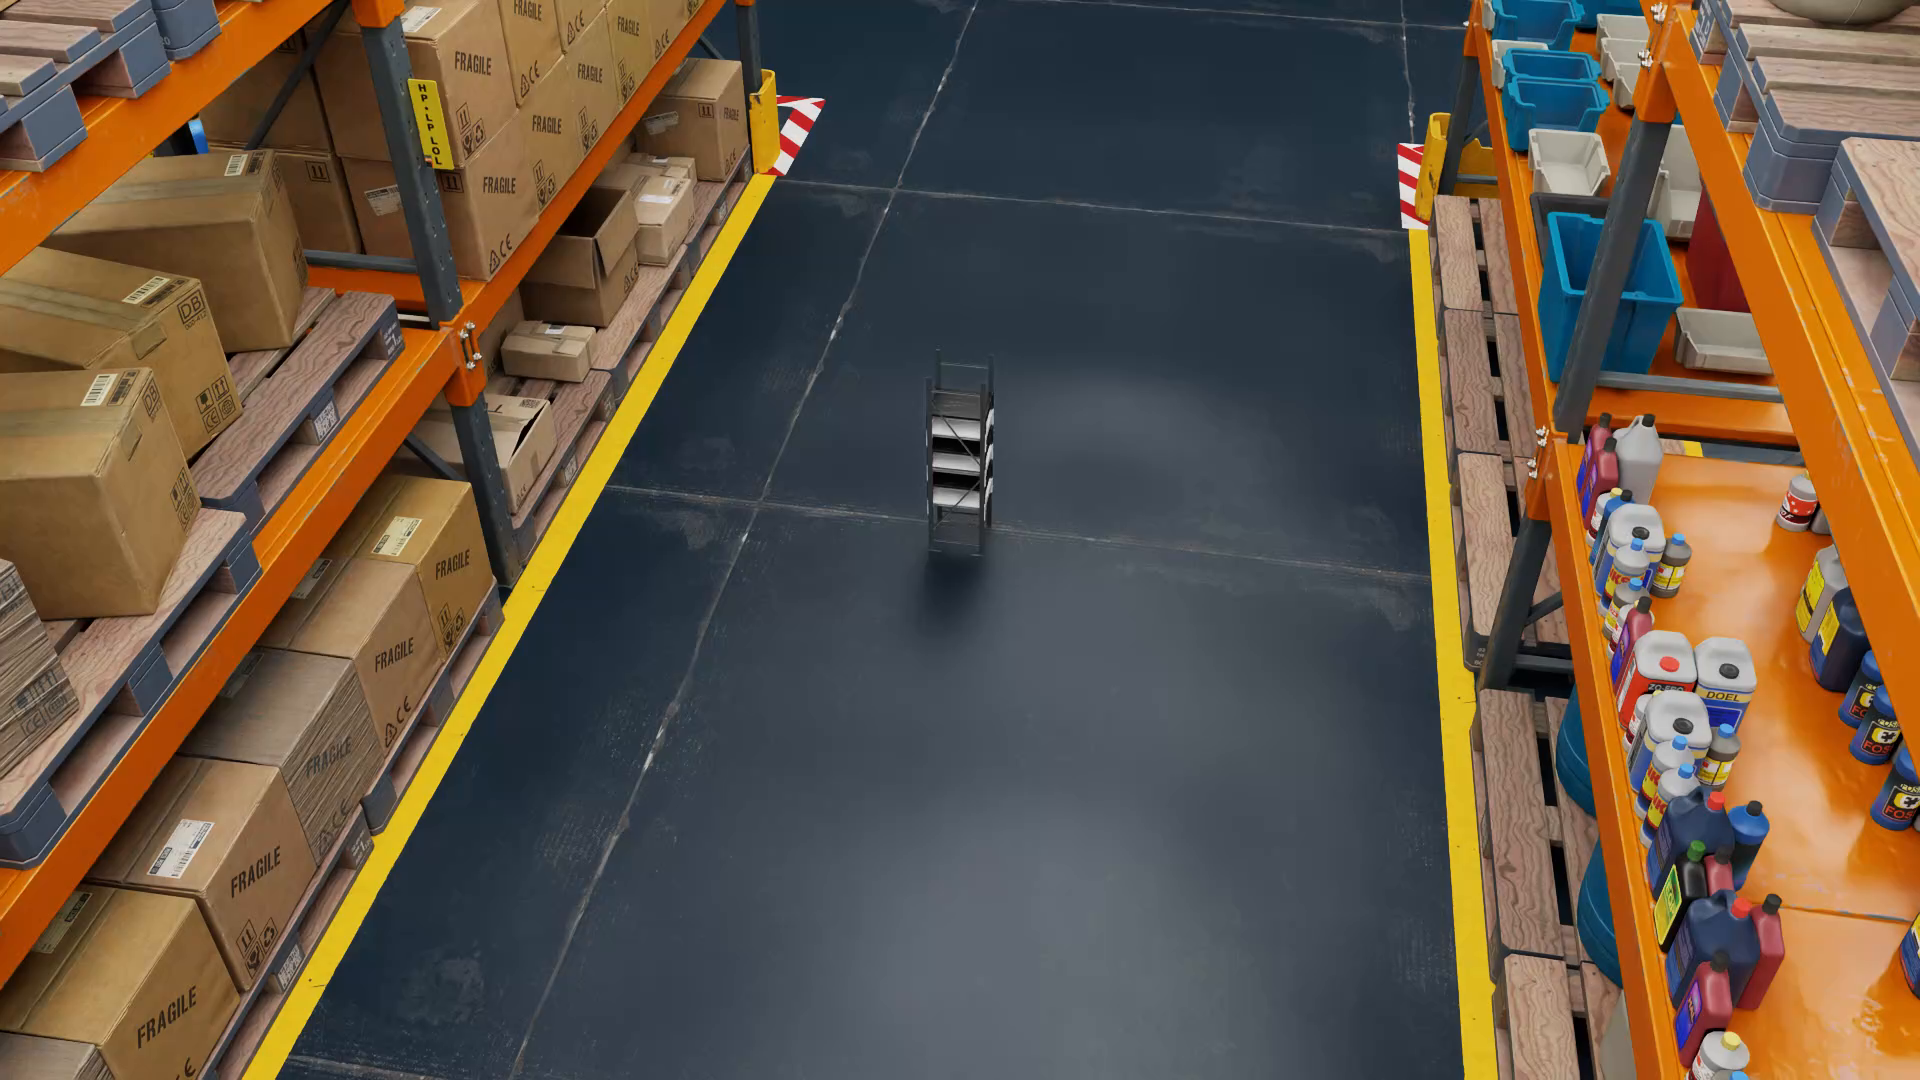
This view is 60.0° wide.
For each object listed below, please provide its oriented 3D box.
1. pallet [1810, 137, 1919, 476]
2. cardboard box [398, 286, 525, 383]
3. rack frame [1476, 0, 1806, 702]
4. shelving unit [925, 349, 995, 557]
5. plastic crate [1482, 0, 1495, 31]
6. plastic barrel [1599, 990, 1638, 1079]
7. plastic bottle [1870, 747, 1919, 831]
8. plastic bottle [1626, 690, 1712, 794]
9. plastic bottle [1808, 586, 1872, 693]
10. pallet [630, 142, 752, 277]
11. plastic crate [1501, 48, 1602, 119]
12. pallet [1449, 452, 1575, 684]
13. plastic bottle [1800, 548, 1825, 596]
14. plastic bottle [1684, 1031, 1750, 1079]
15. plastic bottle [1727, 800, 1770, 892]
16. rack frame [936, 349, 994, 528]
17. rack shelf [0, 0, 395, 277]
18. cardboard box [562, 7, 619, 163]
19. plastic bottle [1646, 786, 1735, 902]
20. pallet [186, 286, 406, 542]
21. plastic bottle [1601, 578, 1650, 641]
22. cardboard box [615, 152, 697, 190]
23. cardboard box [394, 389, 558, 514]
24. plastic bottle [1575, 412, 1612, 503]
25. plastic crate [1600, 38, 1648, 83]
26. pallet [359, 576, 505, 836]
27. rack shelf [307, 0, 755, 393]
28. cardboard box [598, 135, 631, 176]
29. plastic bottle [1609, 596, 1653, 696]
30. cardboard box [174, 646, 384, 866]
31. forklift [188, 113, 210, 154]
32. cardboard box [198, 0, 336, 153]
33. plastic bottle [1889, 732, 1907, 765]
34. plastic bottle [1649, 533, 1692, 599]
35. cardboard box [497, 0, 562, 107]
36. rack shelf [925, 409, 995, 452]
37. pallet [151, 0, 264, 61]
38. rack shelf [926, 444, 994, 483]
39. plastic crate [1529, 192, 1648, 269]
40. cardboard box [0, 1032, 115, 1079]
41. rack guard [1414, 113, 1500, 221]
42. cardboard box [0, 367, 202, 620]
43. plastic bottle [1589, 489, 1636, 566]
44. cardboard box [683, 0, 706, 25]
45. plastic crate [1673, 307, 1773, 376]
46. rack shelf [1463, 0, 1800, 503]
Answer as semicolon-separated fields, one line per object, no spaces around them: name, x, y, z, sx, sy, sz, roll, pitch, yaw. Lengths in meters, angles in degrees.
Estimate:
pallet;2.282;-0.357;3.122;1.003;0.211;1.213;6;40;8
cardboard box;-2.414;-1.030;7.907;0.500;0.311;0.500;6;40;8
rack frame;2.515;-0.489;5.487;1.000;3.000;0.127;6;40;8
shelving unit;0.001;-0.352;6.969;0.258;0.900;0.210;6;40;8
plastic crate;2.703;-2.610;8.212;0.250;0.136;0.298;6;40;8
plastic barrel;2.095;1.437;4.781;0.421;0.512;0.421;0;40;0
plastic bottle;2.425;0.617;4.250;0.097;0.271;0.097;0;40;0
plastic bottle;1.859;0.534;4.347;0.152;0.276;0.135;6;40;8
plastic bottle;2.504;0.243;4.641;0.144;0.351;0.185;6;40;8
pallet;-1.821;-1.925;9.413;1.003;0.211;1.213;6;40;8
plastic crate;2.612;-2.013;7.415;0.416;0.233;0.300;6;40;8
pallet;2.604;0.120;6.939;1.003;0.211;1.213;6;40;8
plastic bottle;2.576;0.098;4.933;0.097;0.201;0.097;0;40;0
plastic bottle;1.668;1.154;3.656;0.097;0.201;0.097;0;40;0
plastic bottle;1.920;0.744;4.097;0.097;0.271;0.097;0;40;0
rack frame;0.019;-0.416;7.047;0.240;0.900;0.006;6;40;8
rack shelf;-2.709;-0.661;3.906;1.077;0.370;4.000;6;40;8
cardboard box;-1.832;-2.001;7.238;0.500;0.500;0.500;6;40;7
plastic bottle;1.794;0.727;4.055;0.144;0.351;0.185;6;40;8
pallet;-2.609;-0.474;5.620;1.003;0.211;1.213;6;40;8
plastic bottle;1.932;0.197;4.814;0.097;0.201;0.097;0;40;0
cardboard box;-1.681;-2.013;9.209;0.380;0.166;0.250;6;40;8
cardboard box;-2.078;-0.410;7.157;0.500;0.311;0.500;6;40;8
plastic bottle;2.031;-0.261;5.303;0.061;0.283;0.133;6;40;8
plastic crate;3.180;-2.209;7.727;0.396;0.136;0.243;6;40;8
pallet;-2.467;0.552;6.417;1.003;0.211;1.213;6;40;8
rack shelf;-2.017;-2.015;7.898;1.077;0.370;4.000;6;40;8
cardboard box;-2.131;-2.034;9.169;0.500;0.250;0.500;6;40;8
plastic bottle;1.877;0.297;4.629;0.061;0.283;0.133;6;40;8
cardboard box;-2.347;0.722;5.640;0.500;0.500;0.500;7;40;8
forklift;-5.090;-2.566;8.053;3.031;2.935;1.130;-2;40;-2
cardboard box;-2.531;-1.807;6.219;0.500;0.500;0.500;7;40;8
plastic bottle;2.591;0.472;4.422;0.152;0.276;0.135;6;40;8
plastic bottle;2.122;0.068;4.970;0.097;0.201;0.097;0;40;0
cardboard box;-1.916;-2.050;6.512;0.500;0.500;0.500;5;40;6
rack shelf;0.001;-0.465;6.876;0.258;0.077;0.200;6;40;8
pallet;-2.545;-1.719;4.769;1.213;0.211;1.003;6;40;8
rack shelf;0.001;-0.326;6.991;0.258;0.077;0.200;6;40;8
plastic crate;2.444;-1.138;6.441;0.437;0.125;0.590;6;40;8
cardboard box;-2.610;1.683;4.476;0.500;0.500;0.500;5;40;6
rack guard;3.198;-2.052;9.340;1.175;0.500;0.348;6;40;8
cardboard box;-2.608;-0.122;4.636;0.700;0.500;0.500;-3;40;-4
plastic bottle;1.989;-0.037;5.042;0.097;0.271;0.097;0;40;0
cardboard box;-1.567;-2.949;8.385;0.500;0.500;0.500;7;40;8
plastic crate;2.736;-0.687;5.886;0.396;0.136;0.243;6;40;8
rack shelf;2.861;-1.467;7.235;1.077;0.370;4.000;6;40;8
